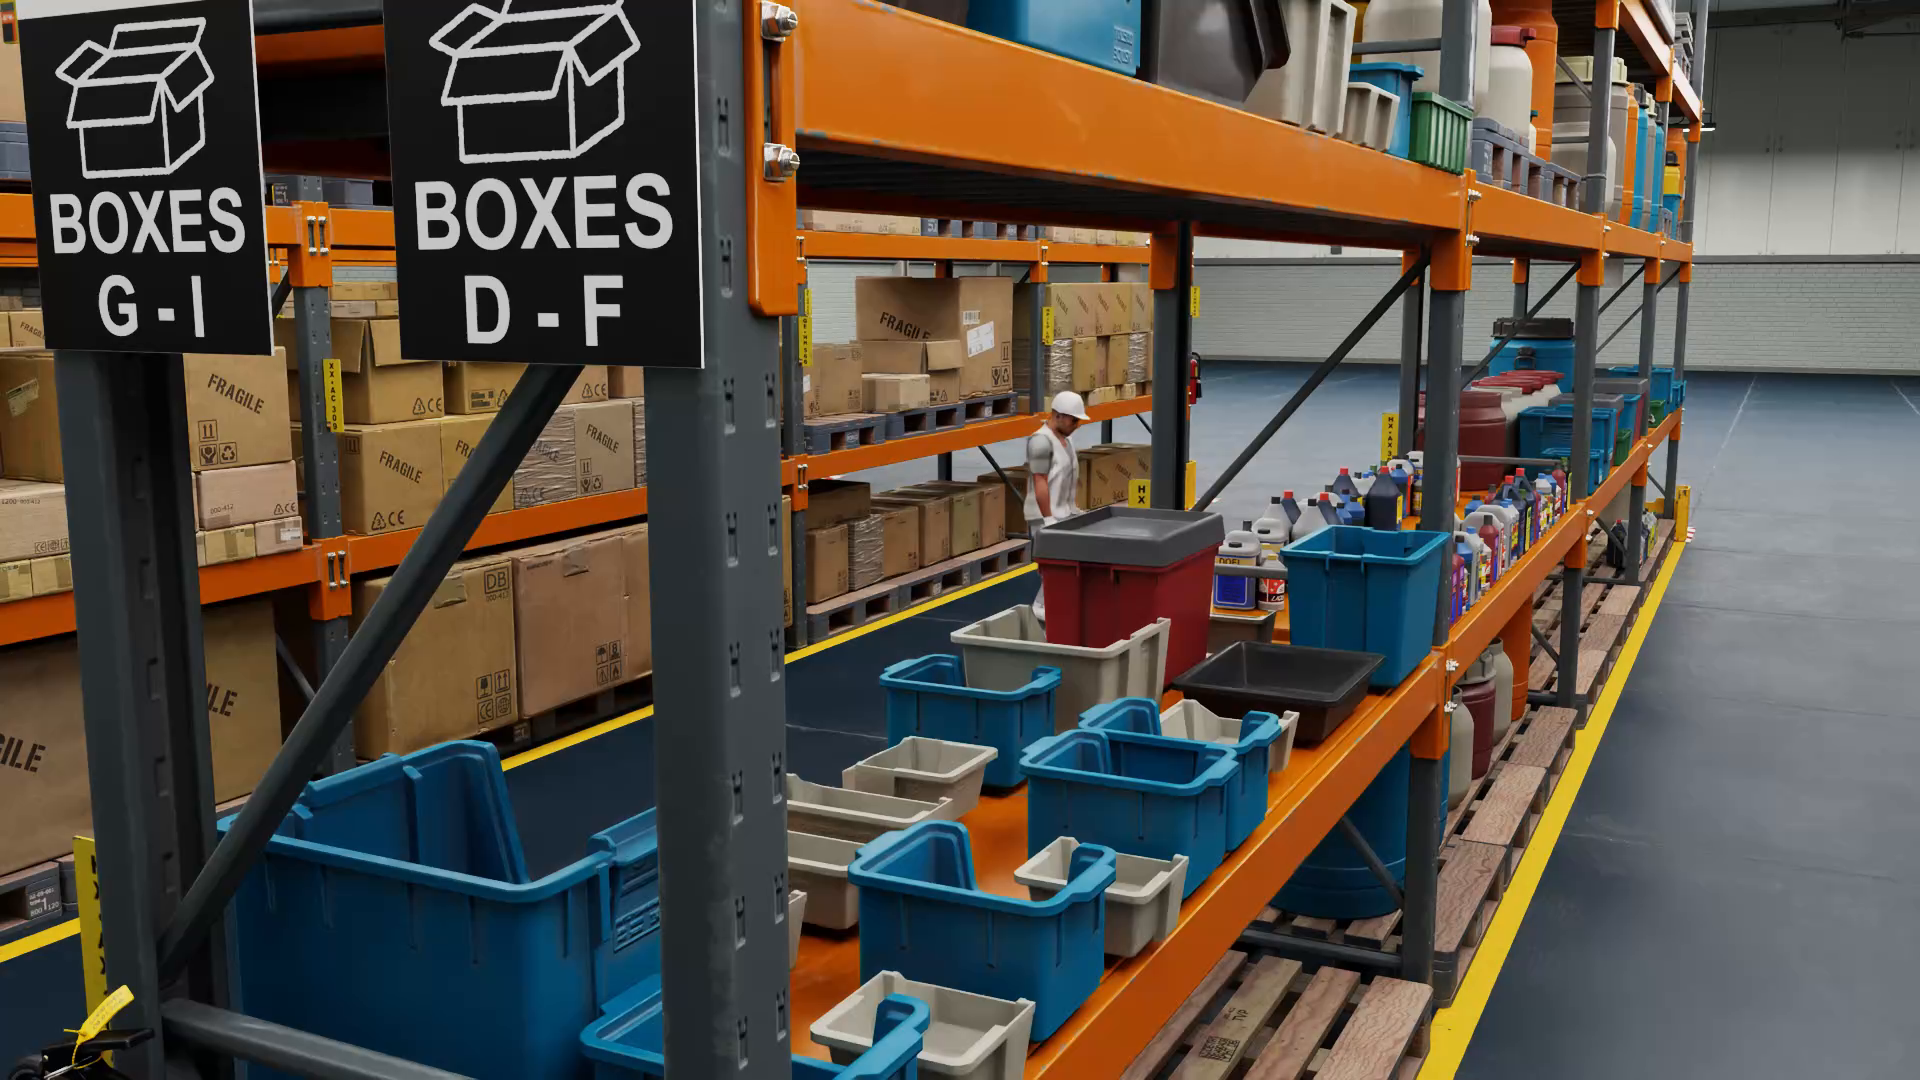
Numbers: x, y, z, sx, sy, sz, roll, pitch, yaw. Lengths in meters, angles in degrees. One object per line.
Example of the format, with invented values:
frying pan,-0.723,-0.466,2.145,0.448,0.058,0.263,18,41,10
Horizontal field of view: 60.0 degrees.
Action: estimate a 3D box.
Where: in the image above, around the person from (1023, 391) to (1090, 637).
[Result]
person,0.663,-0.120,11.158,0.413,1.758,0.536,5,10,27
